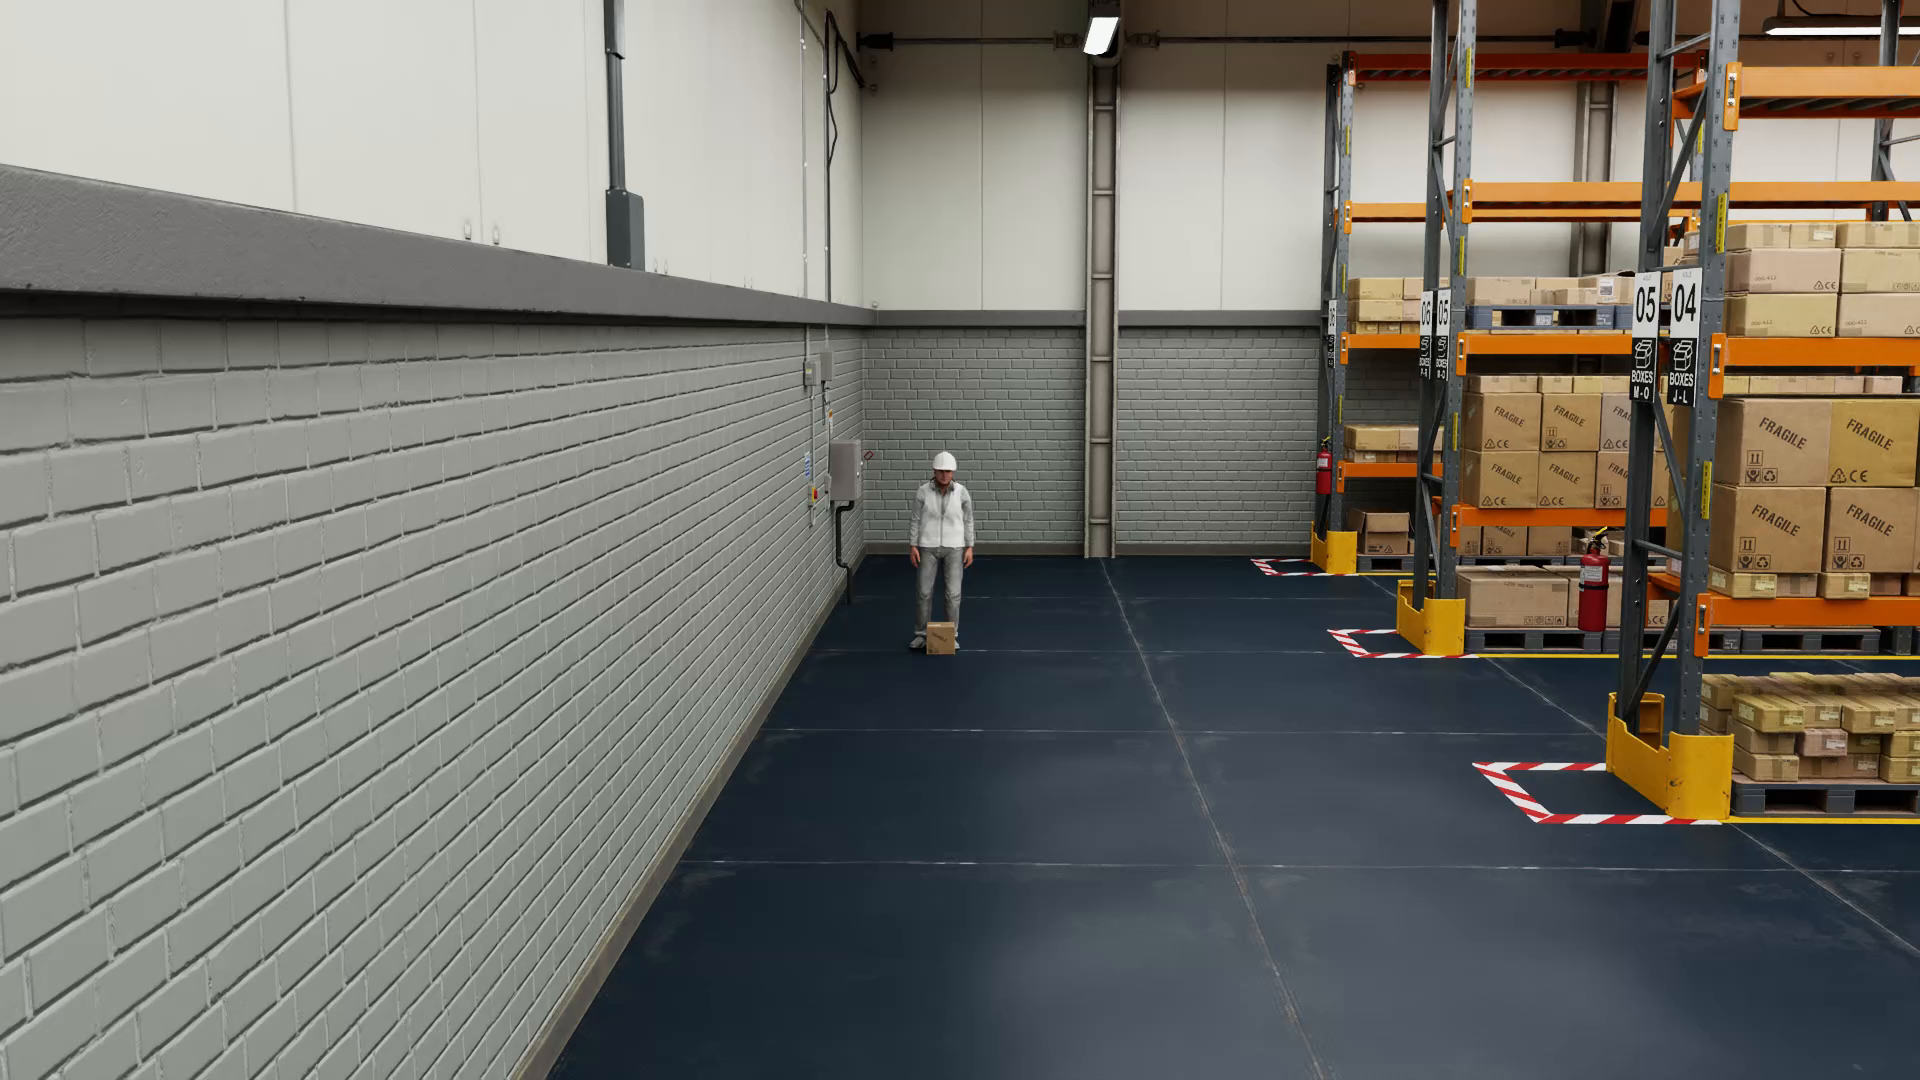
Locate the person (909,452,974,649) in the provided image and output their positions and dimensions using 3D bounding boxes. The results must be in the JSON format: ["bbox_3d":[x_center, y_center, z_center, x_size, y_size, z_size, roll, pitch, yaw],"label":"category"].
[{"bbox_3d":[-0.167,0.087,14.966,0.593,1.771,0.473,0,7,-2],"label":"person"}]
